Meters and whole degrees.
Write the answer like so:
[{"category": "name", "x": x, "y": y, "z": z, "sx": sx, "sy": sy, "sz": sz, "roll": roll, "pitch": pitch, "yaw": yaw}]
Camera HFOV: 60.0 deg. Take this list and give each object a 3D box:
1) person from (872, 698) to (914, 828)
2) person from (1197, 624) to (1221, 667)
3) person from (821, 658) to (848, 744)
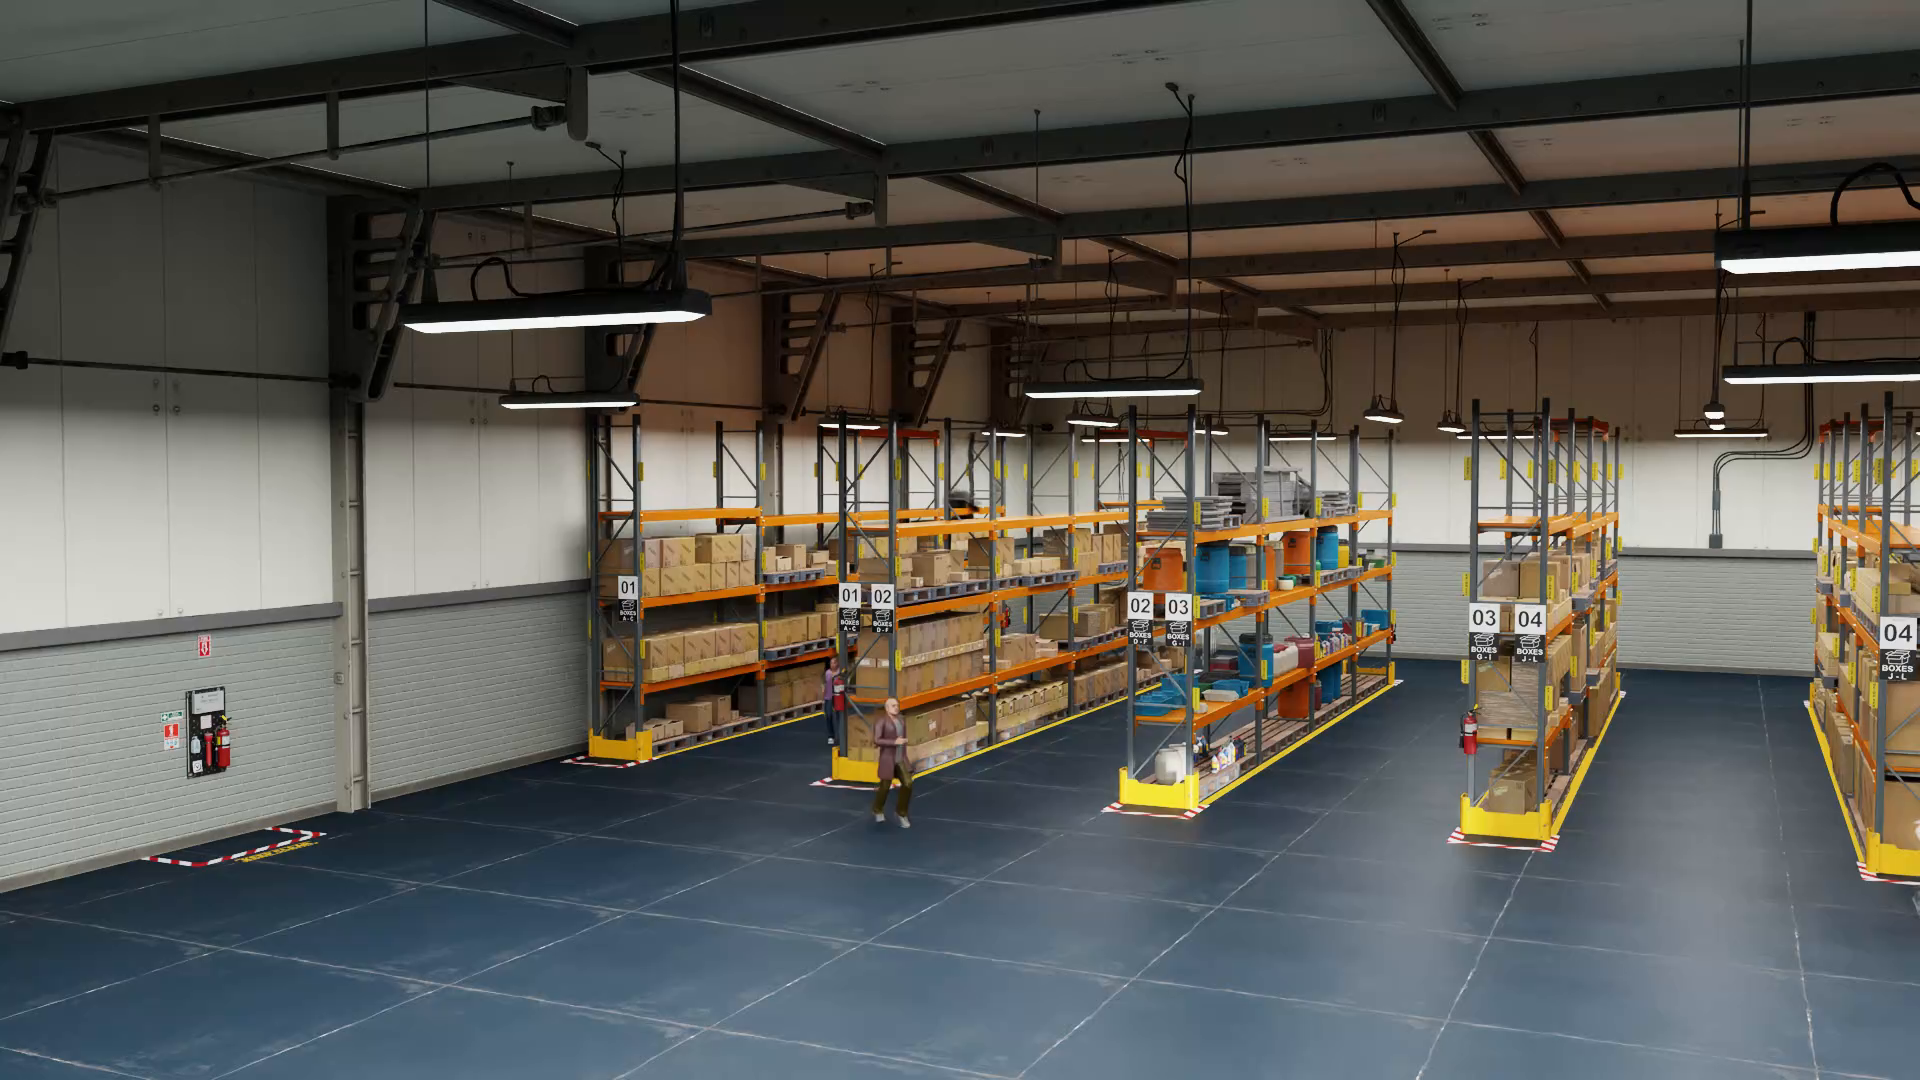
[{"category": "person", "x": -0.963, "y": 3.160, "z": 23.445, "sx": 0.709, "sy": 1.843, "sz": 0.839, "roll": -2, "pitch": 3, "yaw": -36}, {"category": "person", "x": 6.293, "y": 2.400, "z": 42.172, "sx": 0.583, "sy": 1.738, "sz": 0.723, "roll": 2, "pitch": 3, "yaw": 44}, {"category": "person", "x": -2.331, "y": 2.955, "z": 30.742, "sx": 0.547, "sy": 1.559, "sz": 0.755, "roll": 0, "pitch": 2, "yaw": 8}]
